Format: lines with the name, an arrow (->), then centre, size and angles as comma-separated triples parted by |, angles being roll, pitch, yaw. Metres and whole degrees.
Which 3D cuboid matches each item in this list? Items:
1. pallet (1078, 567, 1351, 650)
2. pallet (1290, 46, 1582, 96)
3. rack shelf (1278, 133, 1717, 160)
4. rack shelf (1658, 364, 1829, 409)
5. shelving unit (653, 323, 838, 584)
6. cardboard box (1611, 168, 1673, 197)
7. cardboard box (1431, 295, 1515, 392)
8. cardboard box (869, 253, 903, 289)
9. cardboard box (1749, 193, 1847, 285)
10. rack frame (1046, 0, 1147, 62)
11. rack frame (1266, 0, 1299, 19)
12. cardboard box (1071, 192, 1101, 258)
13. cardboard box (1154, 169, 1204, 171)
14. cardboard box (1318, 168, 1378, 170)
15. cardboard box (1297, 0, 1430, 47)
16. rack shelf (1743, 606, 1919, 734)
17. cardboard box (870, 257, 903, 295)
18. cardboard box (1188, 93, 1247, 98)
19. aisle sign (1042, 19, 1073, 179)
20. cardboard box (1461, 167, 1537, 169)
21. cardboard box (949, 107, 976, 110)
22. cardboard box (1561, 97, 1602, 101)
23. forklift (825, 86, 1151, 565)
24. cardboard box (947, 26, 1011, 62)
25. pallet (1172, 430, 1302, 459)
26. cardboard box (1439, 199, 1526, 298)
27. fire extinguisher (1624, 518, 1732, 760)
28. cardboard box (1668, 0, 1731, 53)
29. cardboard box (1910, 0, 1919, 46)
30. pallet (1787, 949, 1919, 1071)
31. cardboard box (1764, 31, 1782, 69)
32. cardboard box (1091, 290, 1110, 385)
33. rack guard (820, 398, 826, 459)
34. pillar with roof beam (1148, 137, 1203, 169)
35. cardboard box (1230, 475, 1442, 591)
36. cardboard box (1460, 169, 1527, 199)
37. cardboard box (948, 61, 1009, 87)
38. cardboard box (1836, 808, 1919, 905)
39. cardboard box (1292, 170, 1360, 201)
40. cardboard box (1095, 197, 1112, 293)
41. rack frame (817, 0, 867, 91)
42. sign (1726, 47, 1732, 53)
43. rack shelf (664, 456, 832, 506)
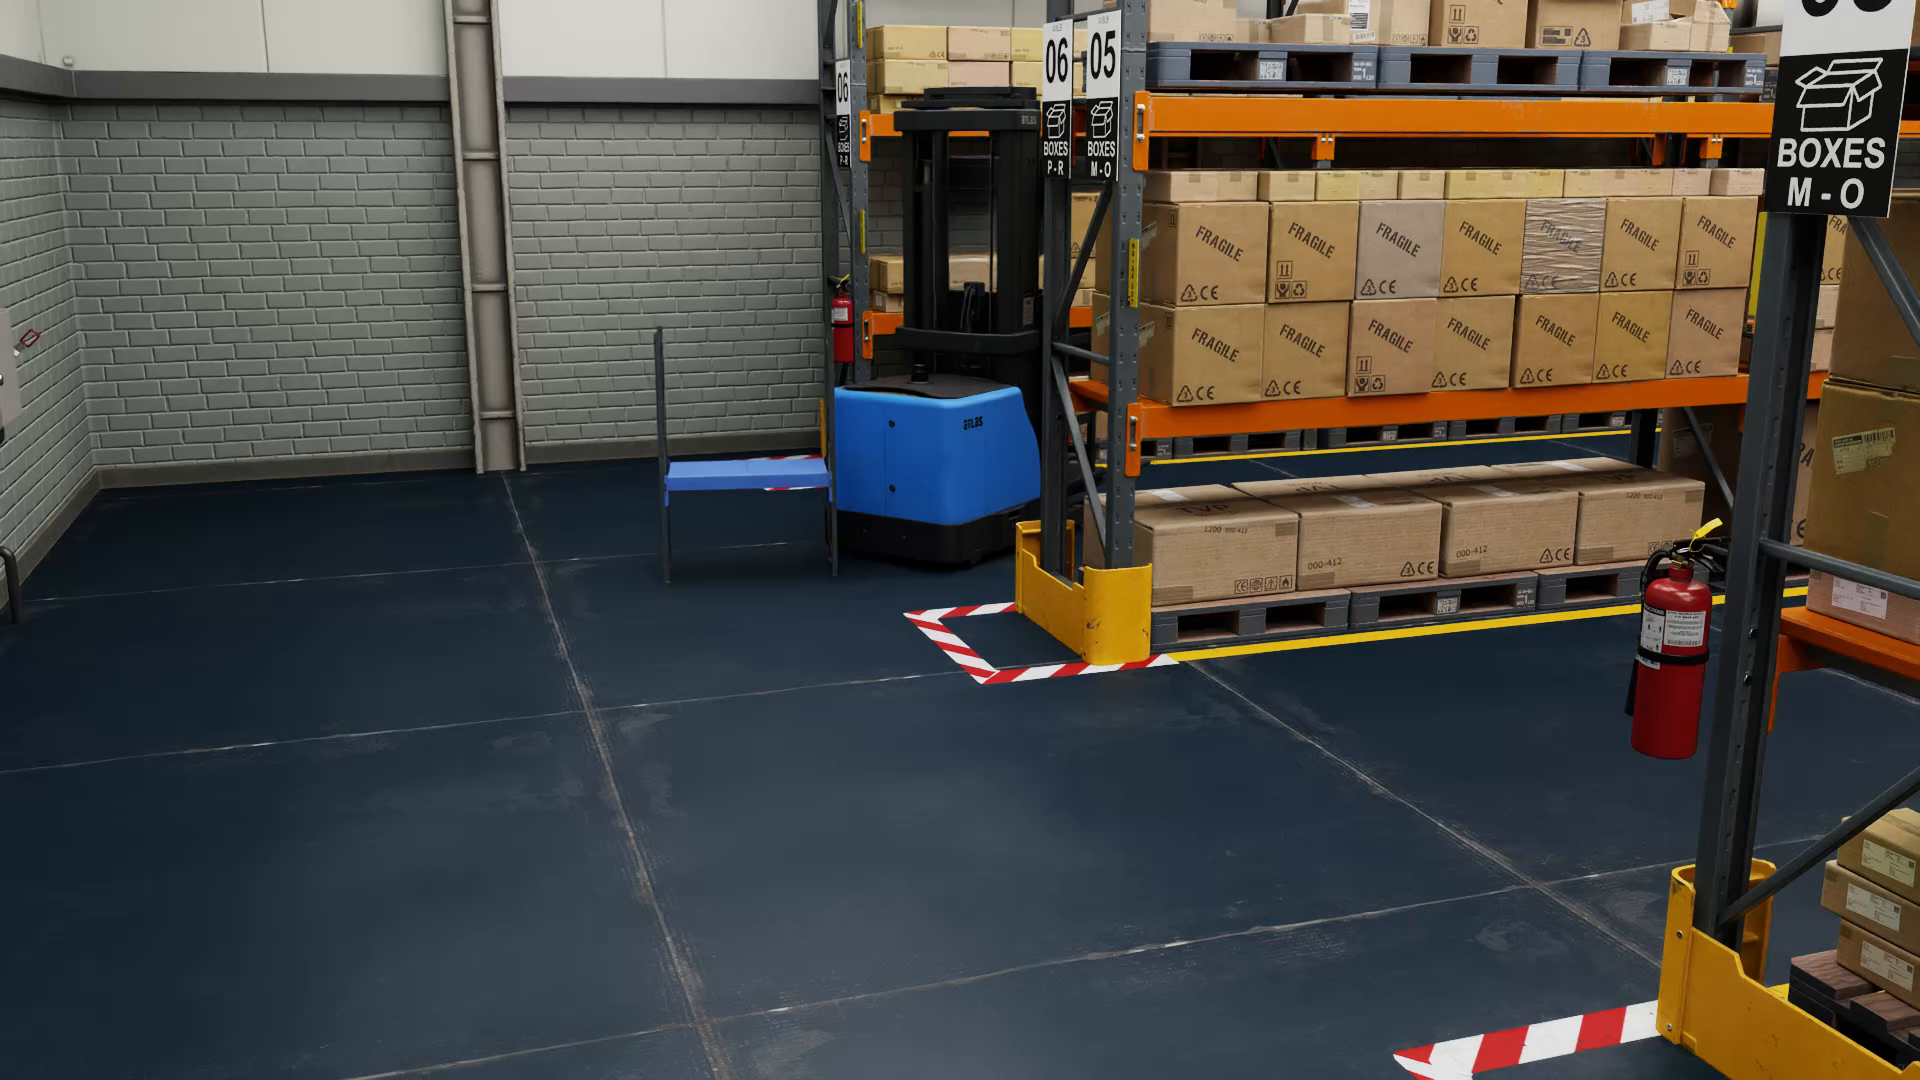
pallet -> 1.402, 0.323, 9.331 | 1.213, 0.211, 1.003 | -4, 14, -18
pallet -> 2.527, -2.522, 8.973 | 1.213, 0.211, 1.003 | -4, 14, -18
rack shelf -> 4.769, -3.598, 14.861 | 4.000, 0.370, 1.077 | -4, 14, -18
rack shelf -> 6.356, -1.051, 10.633 | 4.000, 0.370, 1.077 | -4, 14, -18
shelving unit -> -1.300, -0.540, 10.171 | 1.048, 1.500, 0.538 | -2, 13, -7
cardboard box -> 3.746, -1.999, 9.288 | 0.250, 0.149, 0.380 | -4, 14, -18
cardboard box -> 2.644, -1.097, 9.055 | 0.500, 0.500, 0.500 | -4, 14, -16
cardboard box -> -0.566, -2.210, 13.634 | 0.500, 0.250, 0.500 | -4, 14, -16
cardboard box -> 4.969, -1.758, 9.673 | 0.500, 0.500, 0.500 | -4, 14, -17
rack frame -> 0.669, -3.876, 7.994 | 0.127, 3.000, 1.000 | -4, 14, -18
rack frame -> 2.874, -5.260, 13.810 | 0.127, 3.000, 1.000 | -4, 14, -18
cardboard box -> 1.020, -2.568, 13.518 | 0.500, 0.500, 0.500 | -4, 14, -17
cardboard box -> 1.179, -1.903, 8.882 | 0.250, 0.149, 0.380 | -4, 14, -17
cardboard box -> 2.138, -1.985, 9.228 | 0.250, 0.149, 0.380 | -4, 14, -17
cardboard box -> 2.104, -2.726, 8.709 | 0.500, 0.311, 0.500 | -4, 14, -17
rack shelf -> 4.239, 0.323, 4.859 | 4.000, 0.370, 1.077 | -4, 14, -18
cardboard box -> -0.401, -2.092, 13.139 | 0.500, 0.250, 0.500 | -4, 14, -18
cardboard box -> 2.007, -3.741, 13.589 | 0.500, 0.250, 0.500 | -5, 14, -20
aisle sign -> 0.502, -2.285, 8.650 | 0.004, 0.787, 0.394 | -4, 14, -18
cardboard box -> 3.096, -2.069, 9.579 | 0.250, 0.149, 0.380 | -5, 14, -20
cardboard box -> -0.052, -3.396, 12.999 | 0.250, 0.149, 0.380 | -4, 14, -18
cardboard box -> 5.306, -3.858, 14.721 | 0.500, 0.250, 0.500 | -4, 14, -18
forklift -> 0.354, -1.562, 11.377 | 1.130, 2.935, 3.031 | 9, 16, 32
cardboard box -> 0.071, -3.832, 12.888 | 0.500, 0.250, 0.500 | -5, 14, -18
pallet -> 2.223, -0.934, 14.615 | 1.213, 0.211, 1.003 | -4, 14, -18
cardboard box -> 2.661, -1.582, 8.936 | 0.500, 0.500, 0.500 | -4, 14, -18
fire extinguisher -> 1.958, 0.257, 4.554 | 0.183, 0.674, 0.296 | -4, 14, -18
cardboard box -> 3.957, -2.783, 9.044 | 0.258, 0.266, 0.396 | -4, 14, -16
cardboard box -> 2.691, -1.358, 4.210 | 0.500, 0.250, 0.500 | -5, 14, -19
pallet -> 3.197, 1.419, 4.721 | 1.213, 0.211, 1.003 | -4, 14, -18
cardboard box -> 5.229, -2.984, 10.011 | 0.500, 0.311, 0.500 | -4, 14, -18
cardboard box -> 1.042, -1.100, 9.070 | 0.500, 0.500, 0.500 | -4, 14, -18
rack guard -> -0.845, -0.836, 13.576 | 0.348, 0.500, 1.175 | -4, 14, -18
pillar with roof beam -> 3.300, -4.462, 10.456 | 0.400, 9.000, 9.100 | -4, 14, -18
cardboard box -> 2.128, -0.056, 9.524 | 0.875, 0.438, 0.875 | -4, 14, -17
cardboard box -> 2.810, -1.909, 8.909 | 0.250, 0.149, 0.380 | -4, 14, -18
cardboard box -> 0.066, -3.592, 12.962 | 0.500, 0.250, 0.500 | -4, 14, -17
cardboard box -> 2.765, 0.919, 4.765 | 0.250, 0.149, 0.380 | -4, 14, -17
cardboard box -> 1.846, -1.826, 8.561 | 0.250, 0.149, 0.380 | -5, 14, -20
cardboard box -> 1.050, -1.581, 8.930 | 0.500, 0.500, 0.500 | -4, 14, -16
rack frame -> -0.917, -4.965, 12.569 | 0.127, 3.000, 1.000 | -4, 14, -18
sign -> 6.836, -4.228, 14.838 | 0.005, 0.325, 0.100 | -4, 14, -18
rack shelf -> -1.300, -0.365, 10.212 | 1.000, 0.185, 0.538 | -2, 13, -7
